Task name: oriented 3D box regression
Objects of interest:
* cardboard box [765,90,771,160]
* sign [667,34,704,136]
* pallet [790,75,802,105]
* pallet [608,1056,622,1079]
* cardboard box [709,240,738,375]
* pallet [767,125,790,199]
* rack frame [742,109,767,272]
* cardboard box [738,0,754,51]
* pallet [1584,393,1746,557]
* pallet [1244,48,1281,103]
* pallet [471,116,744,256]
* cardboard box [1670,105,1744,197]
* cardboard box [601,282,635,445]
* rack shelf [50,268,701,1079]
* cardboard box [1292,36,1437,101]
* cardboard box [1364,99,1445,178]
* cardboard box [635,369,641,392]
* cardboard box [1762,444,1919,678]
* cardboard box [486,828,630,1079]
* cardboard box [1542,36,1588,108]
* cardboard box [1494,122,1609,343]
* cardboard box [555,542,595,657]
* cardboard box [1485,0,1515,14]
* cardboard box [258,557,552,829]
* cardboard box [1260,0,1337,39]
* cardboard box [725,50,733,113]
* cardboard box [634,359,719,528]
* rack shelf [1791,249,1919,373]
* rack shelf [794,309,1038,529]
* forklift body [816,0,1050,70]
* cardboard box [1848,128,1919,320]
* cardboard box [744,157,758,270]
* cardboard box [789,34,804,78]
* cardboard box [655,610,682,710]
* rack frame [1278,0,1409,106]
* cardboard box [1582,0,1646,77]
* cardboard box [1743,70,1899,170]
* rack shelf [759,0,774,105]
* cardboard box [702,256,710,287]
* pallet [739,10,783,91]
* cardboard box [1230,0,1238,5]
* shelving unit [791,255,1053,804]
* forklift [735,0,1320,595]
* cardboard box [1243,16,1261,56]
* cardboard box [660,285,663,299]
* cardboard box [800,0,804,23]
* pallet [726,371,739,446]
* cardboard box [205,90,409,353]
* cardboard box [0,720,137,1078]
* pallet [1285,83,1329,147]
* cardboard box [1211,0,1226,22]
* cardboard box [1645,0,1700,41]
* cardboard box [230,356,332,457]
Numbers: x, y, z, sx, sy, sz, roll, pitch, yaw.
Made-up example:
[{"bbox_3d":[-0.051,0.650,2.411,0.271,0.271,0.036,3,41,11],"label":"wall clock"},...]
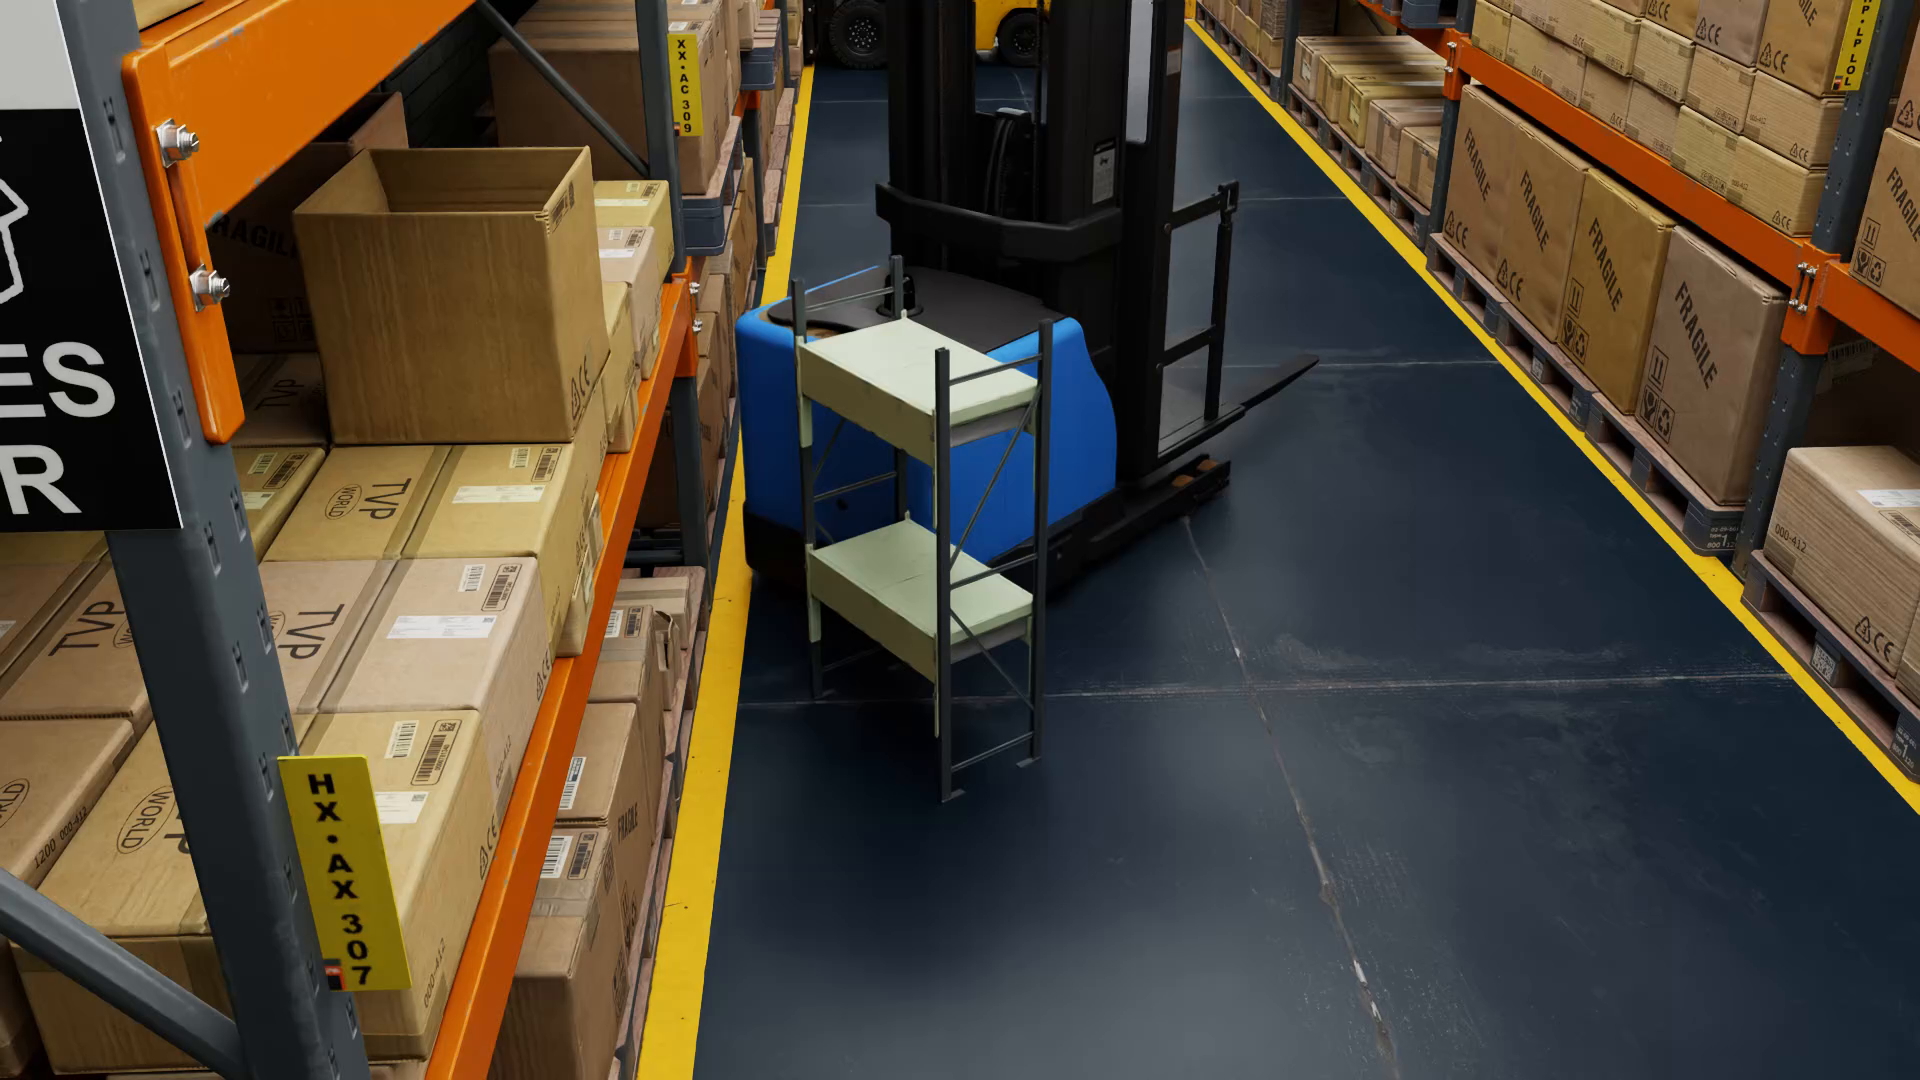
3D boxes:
[{"bbox_3d":[-1.741,-2.956,11.288,0.875,0.625,0.625,-2,28,-5],"label":"cardboard box"},{"bbox_3d":[-0.894,-1.475,5.398,0.100,0.325,0.005,-1,28,-3],"label":"sign"},{"bbox_3d":[-1.853,-3.901,14.001,1.003,0.211,1.213,-1,28,-3],"label":"pallet"},{"bbox_3d":[-1.273,1.606,3.443,1.003,0.211,1.213,-1,28,-3],"label":"pallet"},{"bbox_3d":[-1.316,-1.097,7.859,0.500,0.500,0.500,-2,28,-4],"label":"cardboard box"},{"bbox_3d":[-1.709,-2.629,11.562,1.003,0.211,1.213,-1,28,-3],"label":"pallet"},{"bbox_3d":[-1.644,-2.922,9.108,1.000,3.000,0.127,-1,28,-3],"label":"rack frame"},{"bbox_3d":[-1.266,-2.562,8.127,0.500,0.250,0.500,-3,28,-5],"label":"cardboard box"},{"bbox_3d":[3.406,-0.314,7.124,1.003,0.211,1.213,-1,28,-3],"label":"pallet"},{"bbox_3d":[3.033,-3.964,14.121,1.003,0.211,1.213,-1,28,-3],"label":"pallet"},{"bbox_3d":[-1.368,-1.361,6.324,1.003,0.211,1.213,-1,28,-3],"label":"pallet"},{"bbox_3d":[3.221,-1.566,6.671,0.500,0.250,0.500,-2,28,-3],"label":"cardboard box"},{"bbox_3d":[-1.112,-0.449,4.208,0.500,0.250,0.500,-2,28,-3],"label":"cardboard box"},{"bbox_3d":[-1.331,0.168,3.962,1.077,0.370,4.000,-1,28,-3],"label":"rack shelf"},{"bbox_3d":[3.133,-3.670,12.930,0.950,0.372,0.625,-1,28,-2],"label":"cardboard box"},{"bbox_3d":[3.246,-2.666,11.006,0.950,0.372,0.625,-2,28,-4],"label":"cardboard box"},{"bbox_3d":[-1.107,-0.461,4.662,0.380,0.149,0.250,-1,28,-1],"label":"cardboard box"},{"bbox_3d":[3.447,0.046,5.734,0.875,0.438,0.875,-2,28,-3],"label":"cardboard box"},{"bbox_3d":[-1.170,1.014,3.811,0.700,0.500,0.500,0,28,-1],"label":"cardboard box"},{"bbox_3d":[3.153,-2.266,8.013,0.500,0.250,0.500,0,28,-1],"label":"cardboard box"},{"bbox_3d":[3.308,-1.555,8.330,0.875,0.875,0.875,-1,28,-2],"label":"cardboard box"},{"bbox_3d":[-0.987,0.129,3.530,0.380,0.149,0.250,-2,28,-4],"label":"cardboard box"},{"bbox_3d":[3.092,-2.959,8.801,0.500,0.250,0.500,-2,28,-3],"label":"cardboard box"},{"bbox_3d":[-1.008,0.258,2.851,0.500,0.250,0.500,-1,28,-2],"label":"cardboard box"},{"bbox_3d":[2.805,-4.457,13.760,0.500,0.500,0.500,-2,28,-3],"label":"cardboard box"},{"bbox_3d":[-1.125,-1.852,6.749,0.396,0.266,0.258,0,28,0],"label":"cardboard box"},{"bbox_3d":[-1.236,-0.381,6.486,0.500,0.500,0.500,0,28,0],"label":"cardboard box"},{"bbox_3d":[3.626,0.046,4.195,1.077,0.370,4.000,-1,28,-3],"label":"rack shelf"},{"bbox_3d":[-0.124,-0.384,5.020,0.431,0.370,0.720,-19,33,-32],"label":"rack shelf"},{"bbox_3d":[-0.141,-5.408,14.794,2.313,2.155,1.214,-1,28,-3],"label":"forklift body"},{"bbox_3d":[3.284,-1.017,5.349,0.500,0.500,0.500,-1,28,-1],"label":"cardboard box"},{"bbox_3d":[-1.408,-1.810,9.225,0.500,0.500,0.500,-1,28,-1],"label":"cardboard box"},{"bbox_3d":[-1.548,-3.968,13.633,0.500,0.250,0.500,-1,28,-2],"label":"cardboard box"},{"bbox_3d":[-1.094,0.367,5.306,0.396,0.266,0.258,0,28,-1],"label":"cardboard box"},{"bbox_3d":[3.103,-4.891,12.883,1.000,3.000,0.127,-1,28,-3],"label":"rack frame"},{"bbox_3d":[3.145,-2.255,7.451,0.500,0.250,0.500,-1,28,-2],"label":"cardboard box"},{"bbox_3d":[3.255,-1.549,6.098,0.500,0.250,0.500,-1,28,-3],"label":"cardboard box"},{"bbox_3d":[-1.749,-3.526,11.046,1.077,0.370,4.000,-1,28,-3],"label":"rack shelf"},{"bbox_3d":[-1.319,-1.214,7.381,0.380,0.149,0.250,0,28,-1],"label":"cardboard box"},{"bbox_3d":[-1.539,-2.525,8.556,1.213,0.211,1.003,-1,28,-3],"label":"pallet"},{"bbox_3d":[2.712,-5.174,15.135,0.500,0.500,0.500,-1,28,-2],"label":"cardboard box"},{"bbox_3d":[-0.124,-0.038,5.200,0.431,1.500,0.755,-19,33,-32],"label":"shelving unit"},{"bbox_3d":[0.499,-1.537,6.528,1.130,2.935,3.031,21,34,34],"label":"forklift"},{"bbox_3d":[2.766,-4.370,14.404,0.500,0.250,0.500,-2,28,-4],"label":"cardboard box"},{"bbox_3d":[-1.167,-0.822,5.354,0.380,0.149,0.250,-1,28,-2],"label":"cardboard box"},{"bbox_3d":[-1.613,-4.654,14.407,0.500,0.250,0.500,-2,28,-3],"label":"cardboard box"},{"bbox_3d":[-1.582,-0.778,8.013,1.003,0.211,1.213,-1,28,-3],"label":"pallet"},{"bbox_3d":[-1.623,-0.778,4.028,0.500,0.500,0.500,-2,28,-4],"label":"cardboard box"},{"bbox_3d":[-1.516,0.501,2.386,0.500,0.250,0.500,-1,28,-1],"label":"cardboard box"},{"bbox_3d":[3.146,-3.295,12.839,1.003,0.211,1.213,-1,28,-3],"label":"pallet"},{"bbox_3d":[2.680,-5.090,15.784,0.500,0.250,0.500,0,28,-1],"label":"cardboard box"},{"bbox_3d":[3.206,-2.357,6.837,0.500,0.500,0.500,-1,28,-1],"label":"cardboard box"},{"bbox_3d":[-1.590,-0.207,3.744,0.500,0.250,0.500,-1,28,-3],"label":"cardboard box"}]
